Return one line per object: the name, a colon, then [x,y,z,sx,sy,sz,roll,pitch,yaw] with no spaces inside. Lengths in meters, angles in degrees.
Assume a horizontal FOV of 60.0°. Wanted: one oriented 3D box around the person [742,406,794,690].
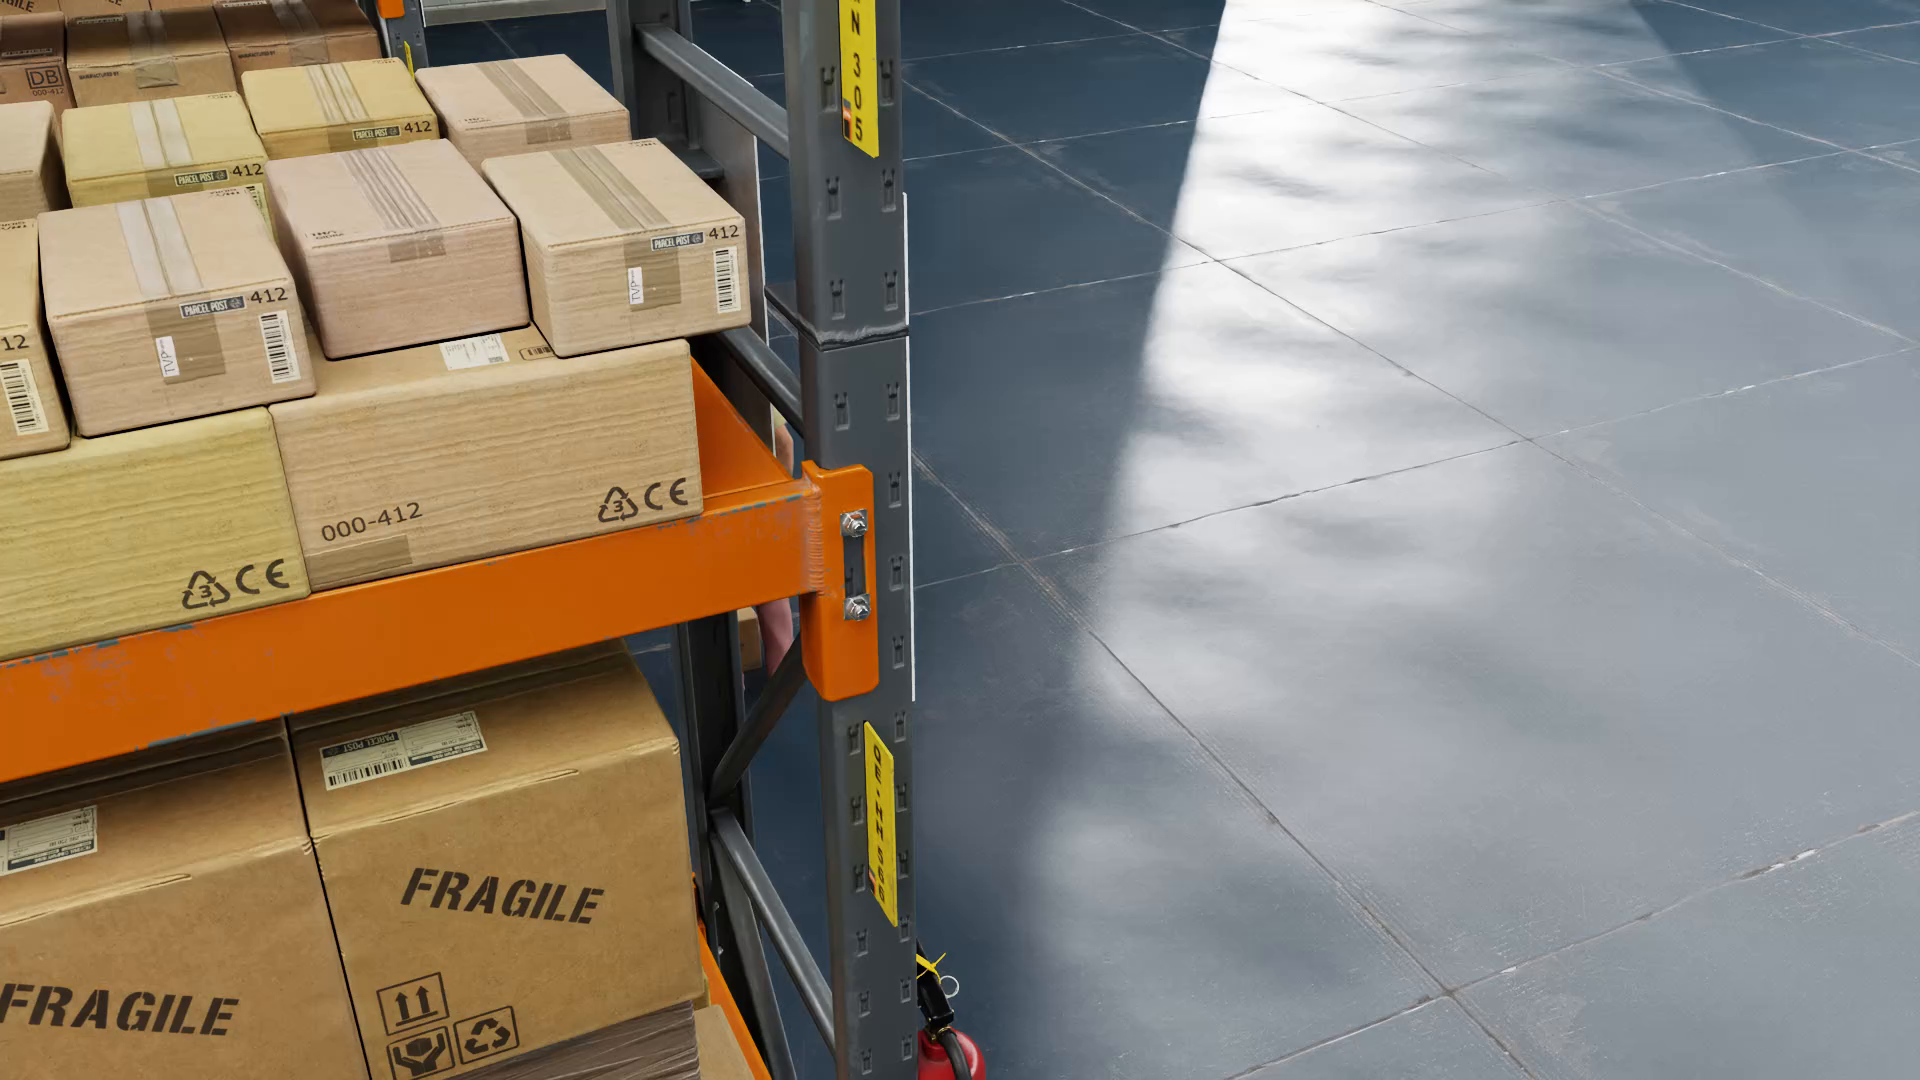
person: [-0.873,-0.117,6.336,0.503,1.671,0.365,-15,33,-24]
